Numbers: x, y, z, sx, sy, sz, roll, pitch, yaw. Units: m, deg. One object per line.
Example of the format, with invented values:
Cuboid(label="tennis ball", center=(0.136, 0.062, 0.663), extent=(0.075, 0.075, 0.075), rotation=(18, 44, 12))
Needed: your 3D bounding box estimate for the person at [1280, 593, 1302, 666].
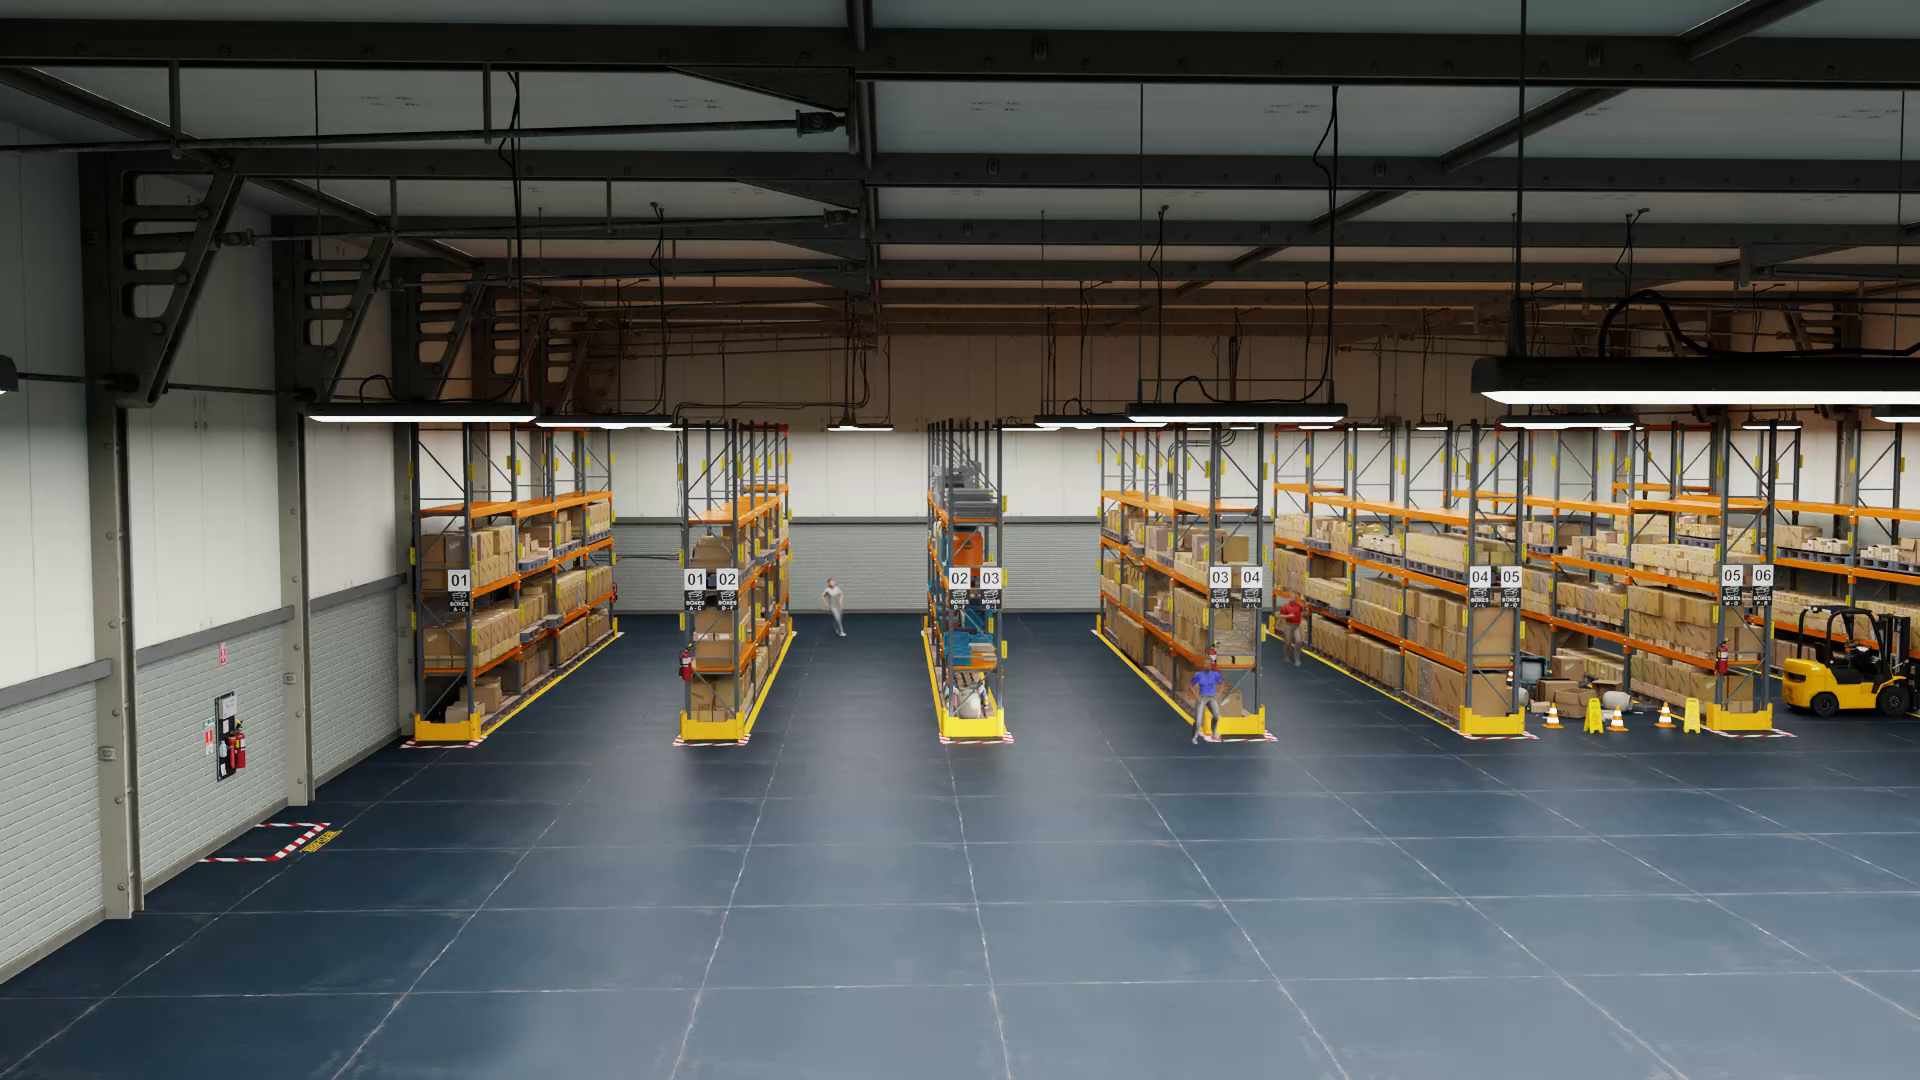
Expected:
Cuboid(label="person", center=(8.244, 2.221, 41.267), extent=(0.642, 1.782, 0.762), rotation=(0, 4, -5))

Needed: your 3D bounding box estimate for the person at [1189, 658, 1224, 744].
Cuboid(label="person", center=(4.567, 2.980, 30.664), extent=(0.680, 1.603, 0.567), rotation=(0, 4, -4))

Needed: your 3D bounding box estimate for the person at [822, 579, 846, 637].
Cuboid(label="person", center=(-3.586, 1.897, 46.980), extent=(0.643, 1.622, 0.804), rotation=(-2, 4, -27))
